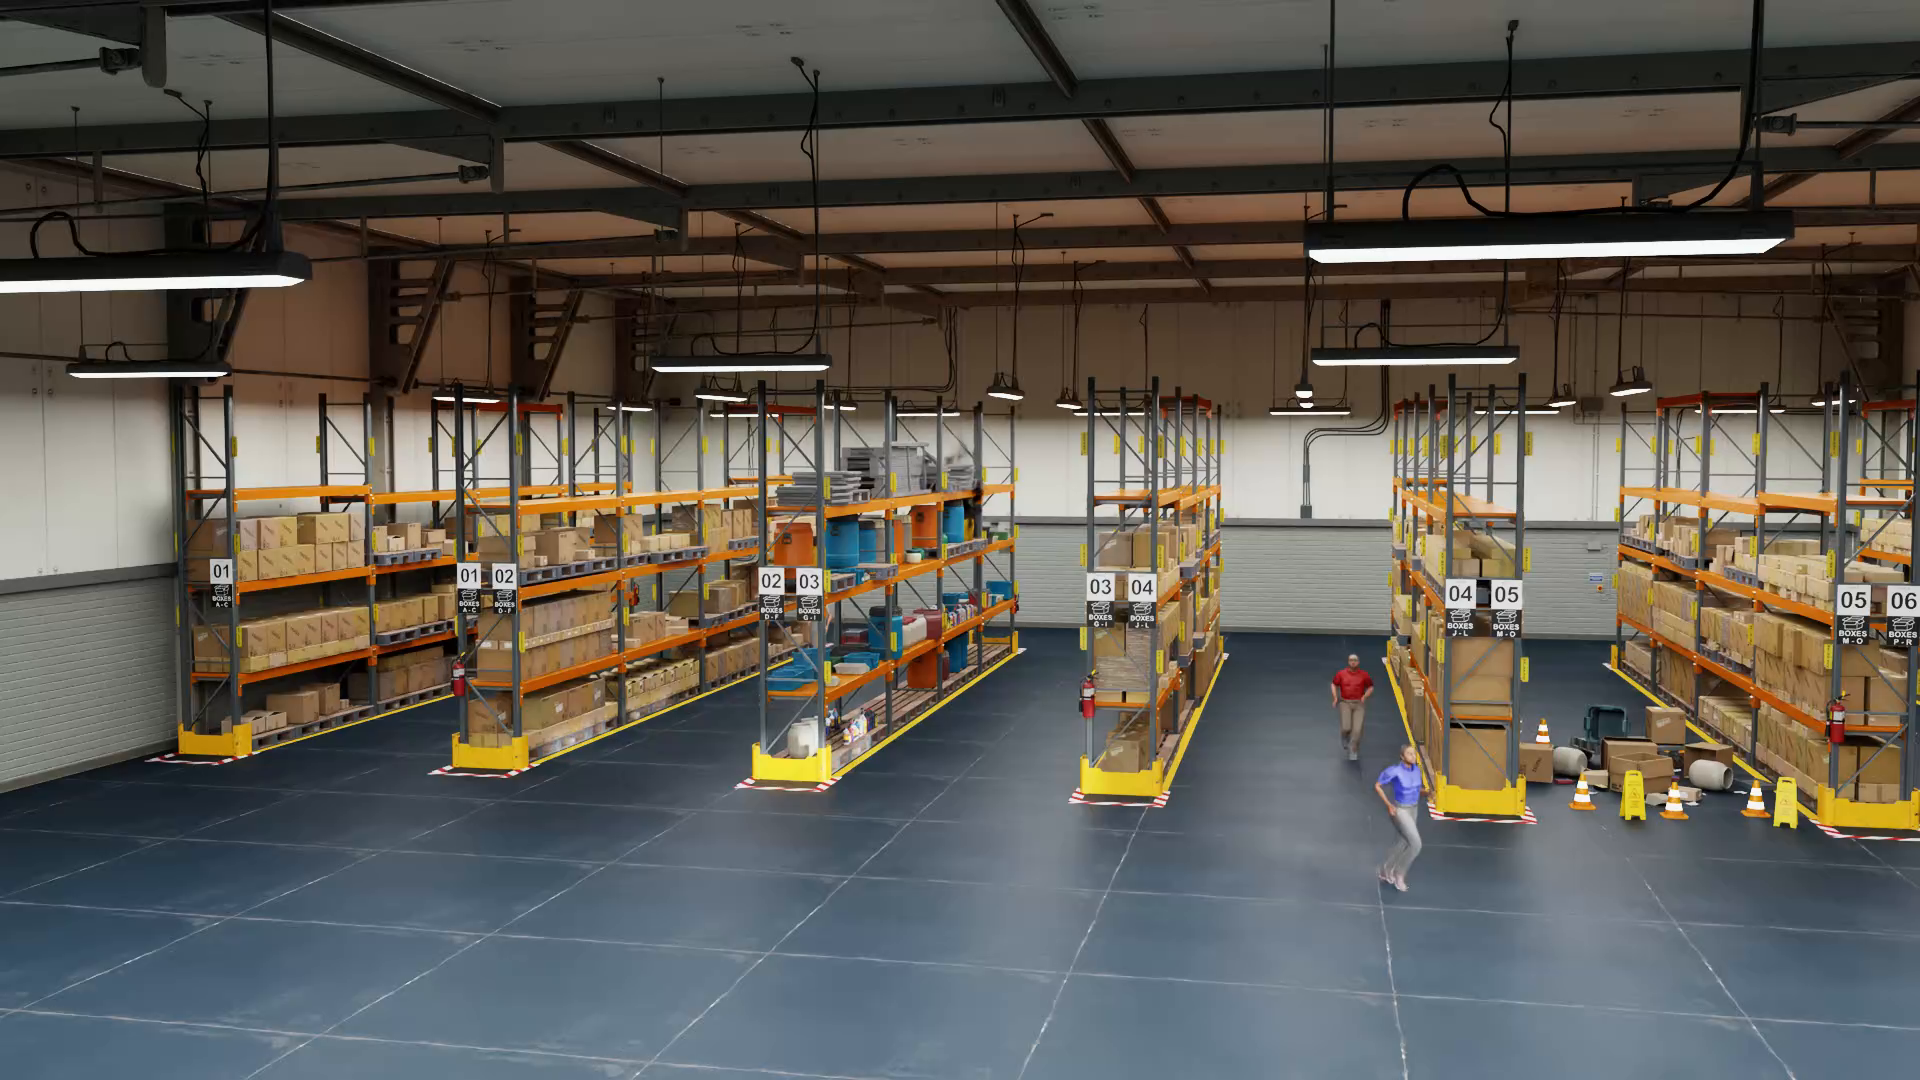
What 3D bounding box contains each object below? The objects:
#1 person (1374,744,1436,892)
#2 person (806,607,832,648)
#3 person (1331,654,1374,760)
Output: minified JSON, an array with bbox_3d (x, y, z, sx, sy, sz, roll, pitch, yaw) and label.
[{"bbox_3d":[5.056,3.141,18.826,0.548,1.684,0.693,-3,4,-38],"label":"person"},{"bbox_3d":[-3.012,1.939,34.980,0.548,1.686,0.632,0,3,8],"label":"person"},{"bbox_3d":[6.311,2.673,26.731,0.671,1.674,0.594,1,3,11],"label":"person"}]
